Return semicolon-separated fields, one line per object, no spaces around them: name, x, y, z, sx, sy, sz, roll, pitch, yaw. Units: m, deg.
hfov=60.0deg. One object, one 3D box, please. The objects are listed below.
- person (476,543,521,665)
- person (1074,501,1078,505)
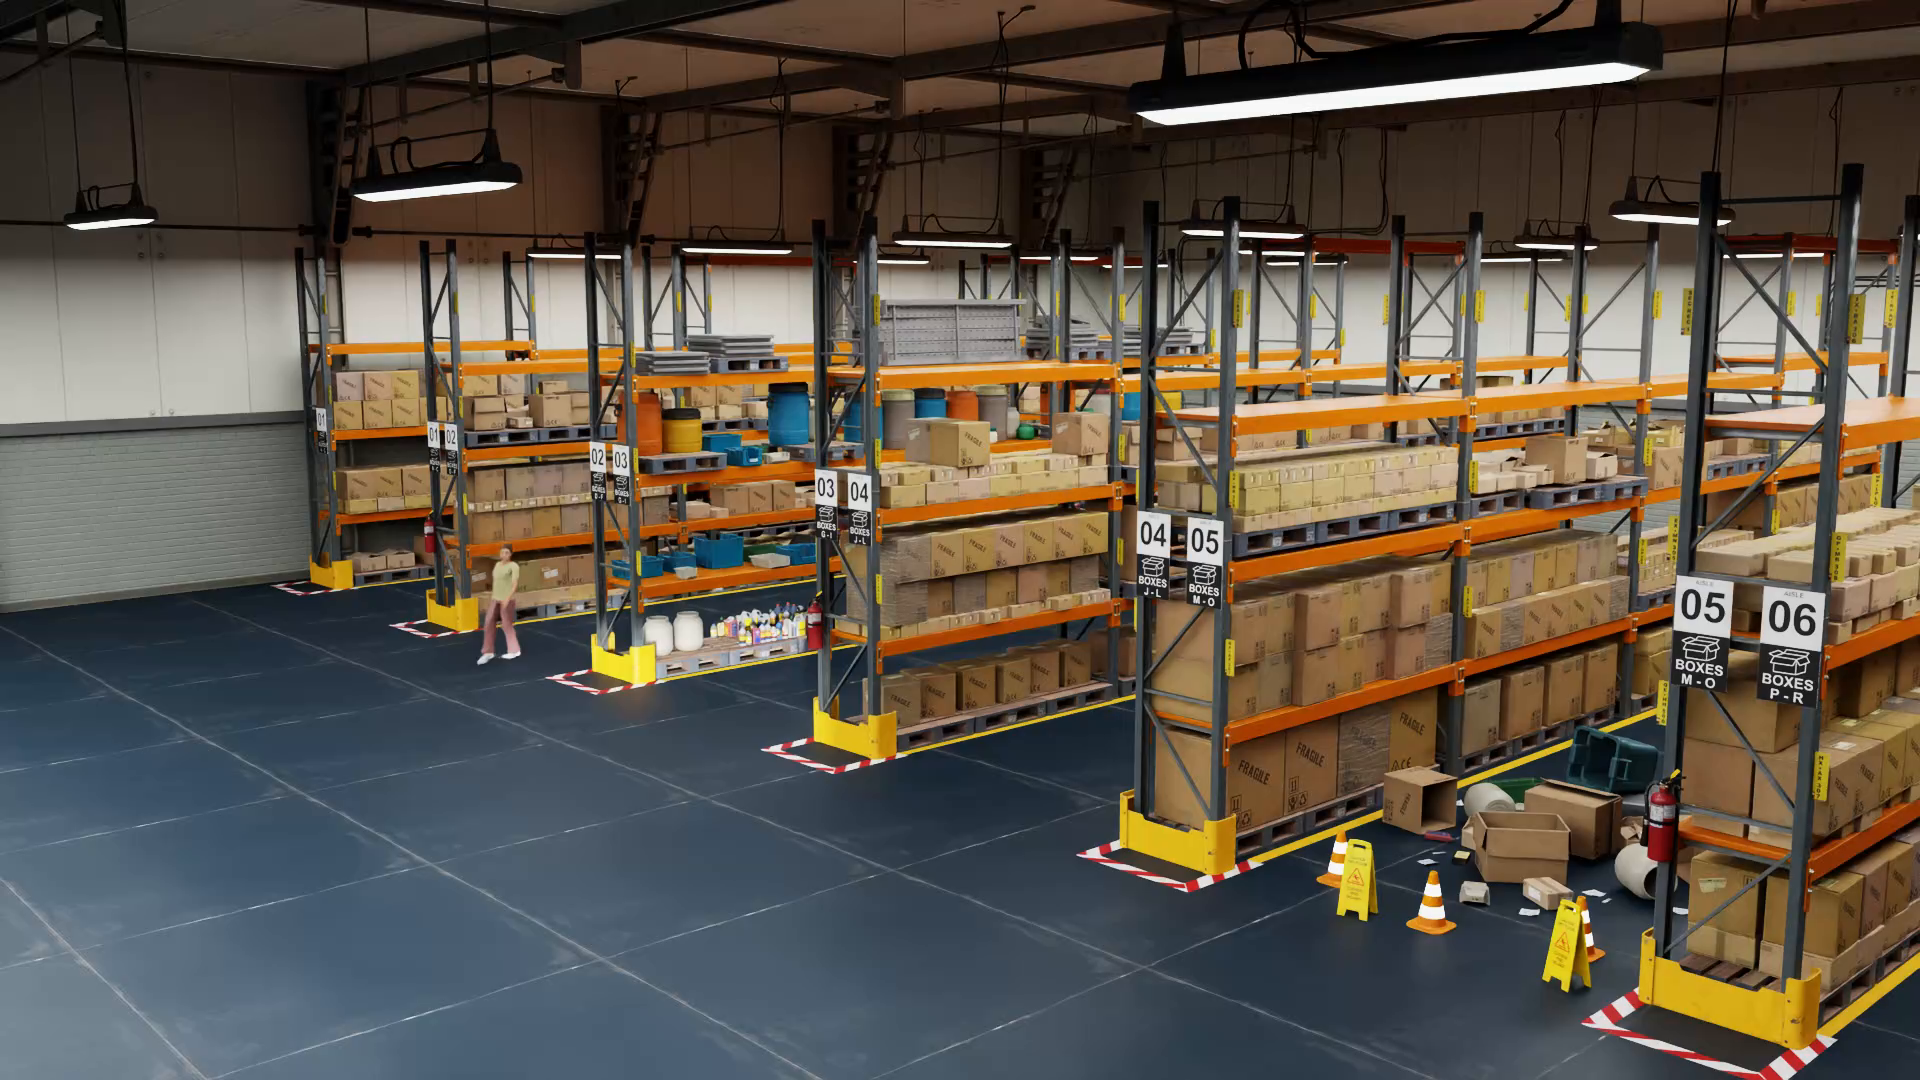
person;-6.545;0.902;23.604;0.466;1.684;0.690;4;9;23
person;2.619;-0.694;34.018;1.069;1.721;0.569;-7;11;-39
